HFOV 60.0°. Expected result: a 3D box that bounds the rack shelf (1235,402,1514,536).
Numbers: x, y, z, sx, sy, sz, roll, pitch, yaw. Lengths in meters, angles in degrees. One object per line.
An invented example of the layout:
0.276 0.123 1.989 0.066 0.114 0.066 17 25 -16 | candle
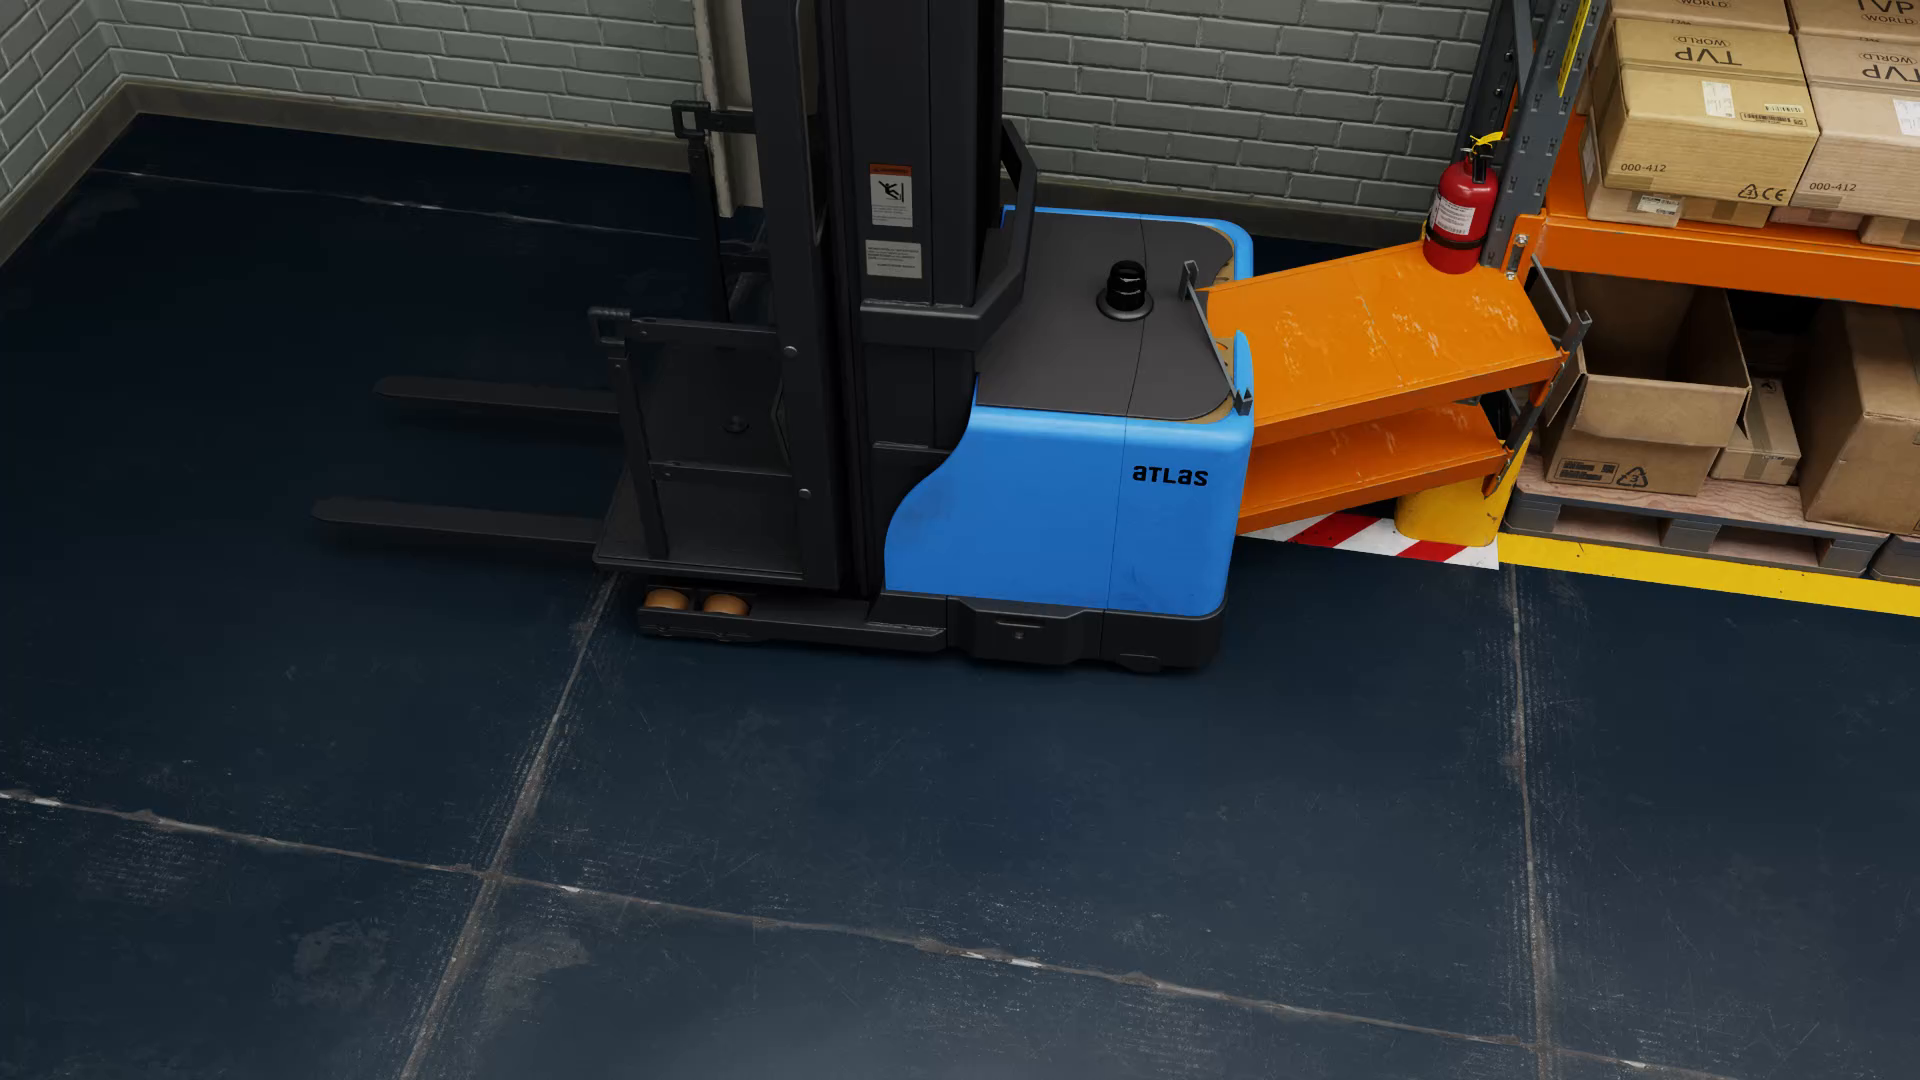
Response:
1.210 -0.319 5.448 1.000 0.278 0.538 -13 62 -8 | rack shelf

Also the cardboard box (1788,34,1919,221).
2.598 -1.156 4.673 0.500 0.250 0.500 8 49 7 | cardboard box

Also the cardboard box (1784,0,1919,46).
2.711 -1.544 5.021 0.500 0.250 0.500 8 49 7 | cardboard box

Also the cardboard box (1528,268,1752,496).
2.289 -0.586 5.656 0.637 0.503 0.797 6 48 5 | cardboard box

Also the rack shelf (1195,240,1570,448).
1.214 -0.578 4.978 1.000 0.278 0.538 -13 62 -8 | rack shelf

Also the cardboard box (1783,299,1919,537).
3.123 -0.443 5.530 0.500 0.500 0.700 9 49 8 | cardboard box

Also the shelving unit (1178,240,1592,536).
1.211 -0.437 5.234 1.048 1.125 0.538 -13 62 -8 | shelving unit

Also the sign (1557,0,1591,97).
1.607 -1.322 4.339 0.005 0.325 0.100 8 49 7 | sign

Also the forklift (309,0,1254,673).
-0.624 -1.033 4.708 3.031 2.935 1.130 5 48 4 | forklift

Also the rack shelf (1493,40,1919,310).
3.672 -0.925 5.048 4.000 0.370 1.077 8 49 7 | rack shelf

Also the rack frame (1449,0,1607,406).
1.704 -1.430 5.018 0.127 3.000 1.000 8 49 7 | rack frame

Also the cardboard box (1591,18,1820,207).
2.102 -1.222 4.732 0.500 0.250 0.500 8 49 7 | cardboard box

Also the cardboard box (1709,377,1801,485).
2.700 -0.383 5.711 0.250 0.149 0.380 6 48 5 | cardboard box

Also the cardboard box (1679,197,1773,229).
2.237 -1.102 4.892 0.250 0.149 0.380 9 49 8 | cardboard box

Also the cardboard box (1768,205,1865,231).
2.502 -1.093 4.884 0.250 0.149 0.380 7 48 6 | cardboard box

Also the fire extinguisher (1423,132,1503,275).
1.477 -0.961 4.899 0.183 0.674 0.296 8 49 7 | fire extinguisher

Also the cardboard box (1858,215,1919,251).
2.739 -1.014 4.814 0.250 0.149 0.380 9 49 8 | cardboard box

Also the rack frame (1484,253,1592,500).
1.702 -0.552 5.302 0.032 1.125 0.500 -13 62 -8 | rack frame

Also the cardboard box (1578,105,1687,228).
1.978 -1.102 4.892 0.250 0.149 0.380 7 48 7 | cardboard box

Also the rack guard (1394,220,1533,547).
1.778 -0.584 5.939 0.348 0.500 1.175 8 49 7 | rack guard

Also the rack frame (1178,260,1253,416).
0.721 -0.322 5.167 0.032 1.125 0.500 -13 62 -8 | rack frame

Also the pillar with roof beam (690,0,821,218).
-1.555 -1.300 0.869 0.400 9.000 9.100 8 49 7 | pillar with roof beam

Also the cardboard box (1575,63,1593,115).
2.077 -1.499 5.249 0.250 0.149 0.380 7 48 6 | cardboard box

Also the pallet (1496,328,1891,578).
2.563 -0.383 5.953 1.213 0.211 1.003 8 49 7 | pallet

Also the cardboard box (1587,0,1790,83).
2.203 -1.613 5.083 0.500 0.250 0.500 9 49 8 | cardboard box

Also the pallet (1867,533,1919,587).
3.760 -0.220 5.806 1.213 0.211 1.003 8 49 7 | pallet
